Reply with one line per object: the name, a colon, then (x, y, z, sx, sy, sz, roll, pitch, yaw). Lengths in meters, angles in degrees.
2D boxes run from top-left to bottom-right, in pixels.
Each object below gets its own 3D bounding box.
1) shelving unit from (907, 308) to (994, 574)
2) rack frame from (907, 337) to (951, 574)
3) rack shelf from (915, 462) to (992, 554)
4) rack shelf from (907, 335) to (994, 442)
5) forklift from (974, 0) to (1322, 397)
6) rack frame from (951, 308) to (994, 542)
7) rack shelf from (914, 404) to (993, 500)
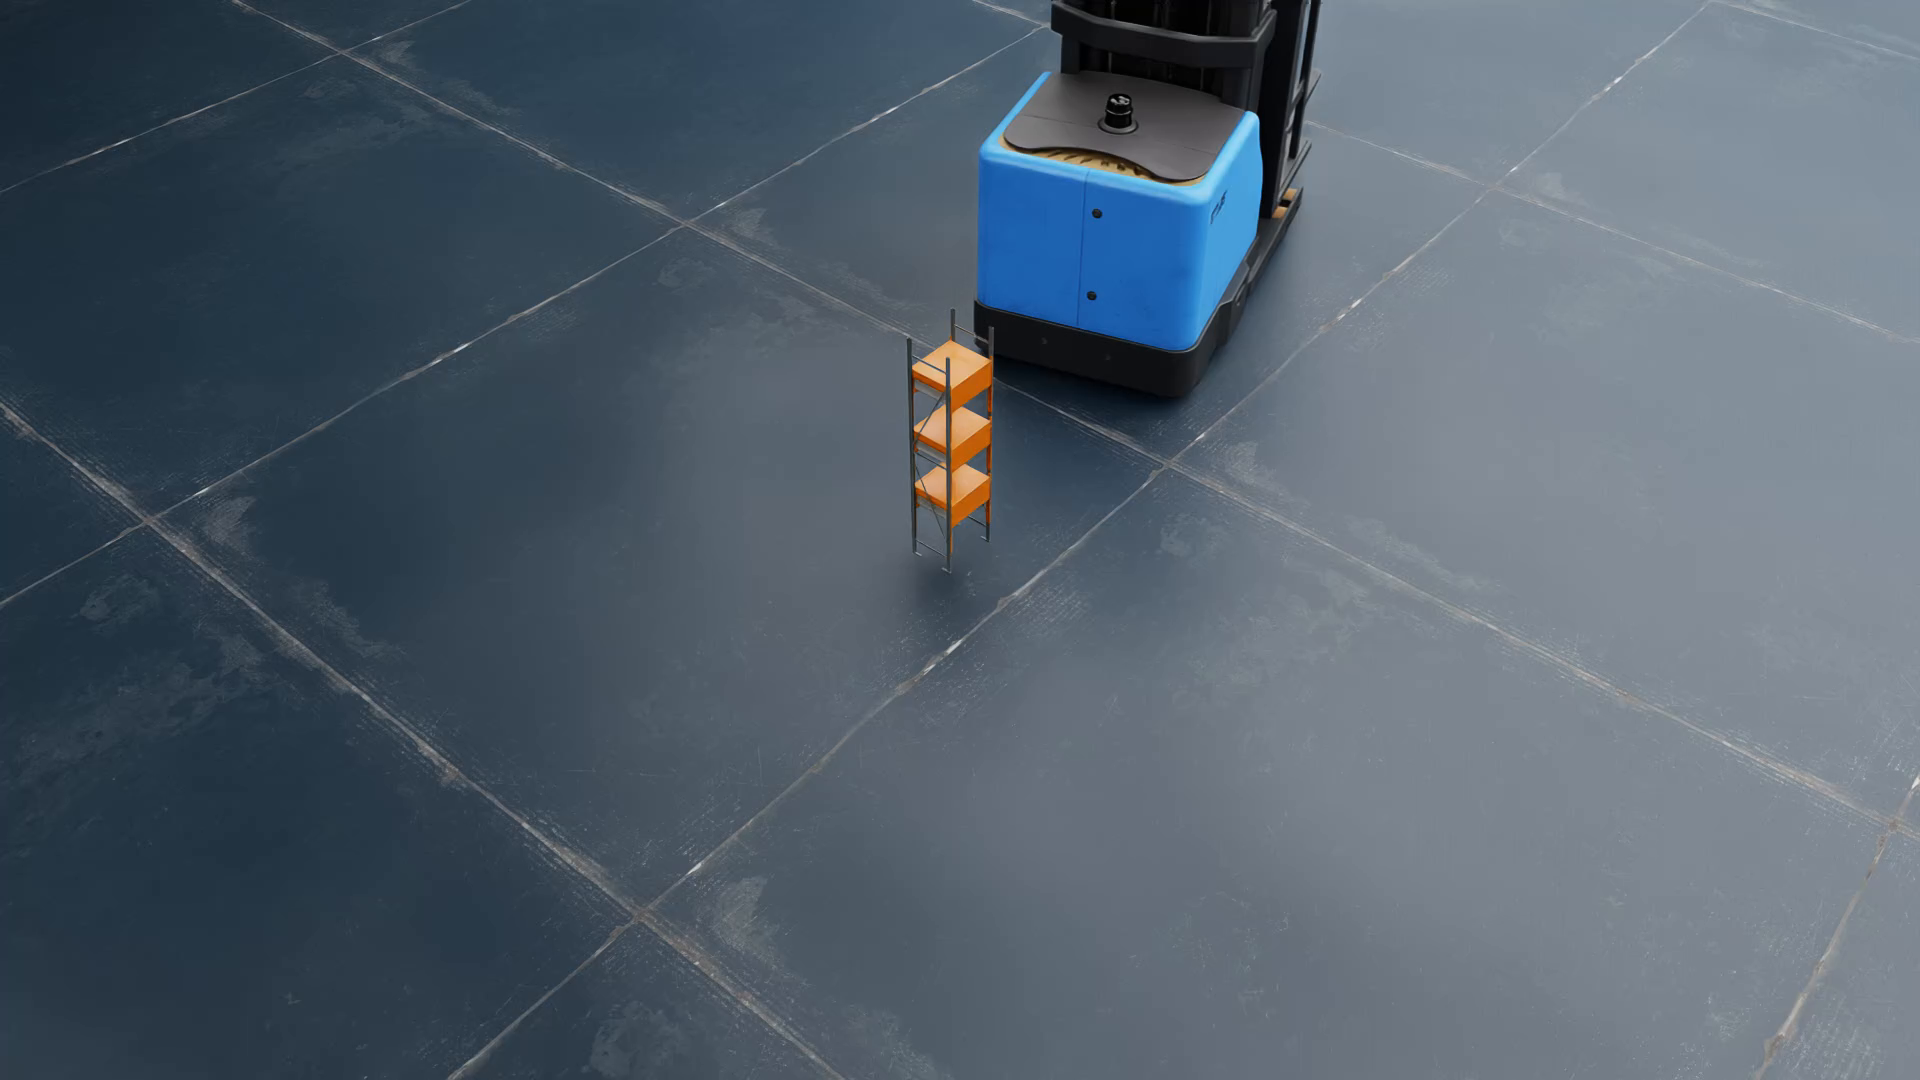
shelving unit: (-0.034, -0.361, 6.367, 0.215, 1.050, 0.252, 29, 50, 28)
rack frame: (-0.113, -0.298, 6.297, 0.200, 1.050, 0.008, 29, 50, 28)
rack shelf: (-0.034, -0.147, 6.561, 0.215, 0.259, 0.240, 29, 50, 28)
rack shelf: (-0.034, -0.563, 6.183, 0.215, 0.259, 0.240, 29, 50, 28)
forklift: (1.111, -2.713, 7.555, 1.130, 2.935, 3.031, 16, 45, 17)
rack frame: (0.044, -0.424, 6.436, 0.200, 1.050, 0.008, 29, 50, 28)
rack shelf: (-0.034, -0.353, 6.374, 0.215, 0.259, 0.240, 29, 50, 28)
